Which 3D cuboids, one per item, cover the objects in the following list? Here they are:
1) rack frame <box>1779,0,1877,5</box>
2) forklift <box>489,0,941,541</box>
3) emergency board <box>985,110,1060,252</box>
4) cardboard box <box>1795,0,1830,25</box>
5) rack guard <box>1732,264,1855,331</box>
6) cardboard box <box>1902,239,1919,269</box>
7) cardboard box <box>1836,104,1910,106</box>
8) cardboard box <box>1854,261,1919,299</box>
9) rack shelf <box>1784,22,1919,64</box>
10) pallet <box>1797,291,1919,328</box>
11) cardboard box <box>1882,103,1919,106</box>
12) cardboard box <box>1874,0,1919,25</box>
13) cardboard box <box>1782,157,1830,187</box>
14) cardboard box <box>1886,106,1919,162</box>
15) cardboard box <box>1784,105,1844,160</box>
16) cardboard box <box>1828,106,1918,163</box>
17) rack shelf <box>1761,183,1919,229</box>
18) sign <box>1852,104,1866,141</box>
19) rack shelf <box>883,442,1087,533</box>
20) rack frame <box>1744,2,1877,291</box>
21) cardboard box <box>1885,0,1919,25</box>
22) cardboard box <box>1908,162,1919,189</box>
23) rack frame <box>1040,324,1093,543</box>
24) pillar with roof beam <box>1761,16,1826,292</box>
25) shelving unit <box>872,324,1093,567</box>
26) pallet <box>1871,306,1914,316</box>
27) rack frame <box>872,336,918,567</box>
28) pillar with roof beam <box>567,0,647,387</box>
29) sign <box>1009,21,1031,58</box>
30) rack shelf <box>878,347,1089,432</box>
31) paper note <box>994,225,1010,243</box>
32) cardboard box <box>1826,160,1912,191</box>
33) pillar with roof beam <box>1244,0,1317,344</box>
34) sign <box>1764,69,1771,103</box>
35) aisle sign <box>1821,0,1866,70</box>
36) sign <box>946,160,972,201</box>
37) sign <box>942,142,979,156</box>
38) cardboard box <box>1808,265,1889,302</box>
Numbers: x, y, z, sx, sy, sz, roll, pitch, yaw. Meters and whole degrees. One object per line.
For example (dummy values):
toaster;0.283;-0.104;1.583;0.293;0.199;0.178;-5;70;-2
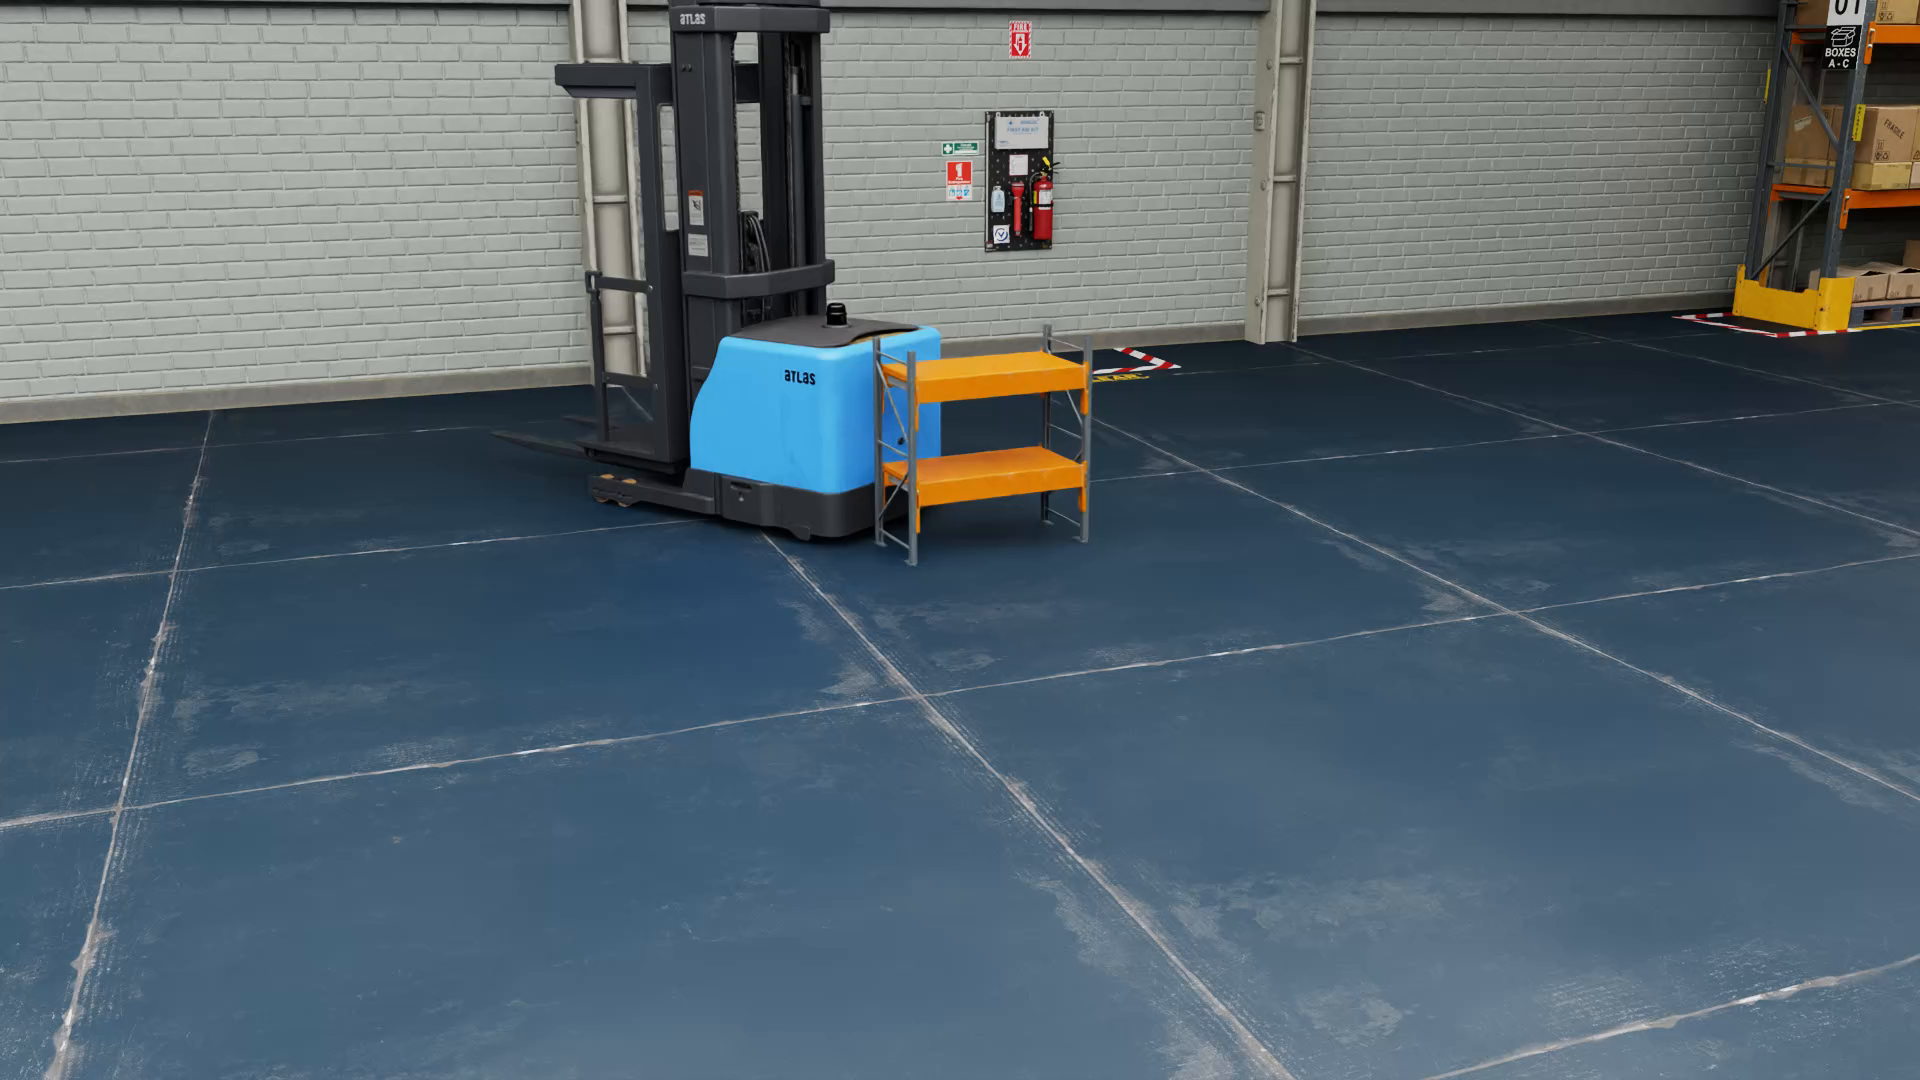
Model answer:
rack frame;8.127;-6.472;15.168;0.127;3.000;1.000;-6;17;-20
forklift;-1.590;-1.707;9.708;3.031;2.935;1.130;11;20;34
emergency board;0.547;-3.048;14.154;0.643;1.169;0.194;-6;17;-20
cardboard box;8.426;-5.199;15.944;0.500;0.500;0.500;-5;17;-16
rack guard;8.198;-2.402;16.391;0.348;0.500;1.175;-6;17;-20
cardboard box;10.041;-2.770;16.863;0.500;0.500;0.700;-7;18;-24
cardboard box;8.965;-4.043;16.442;0.500;0.500;0.500;-6;17;-19
cardboard box;9.338;-2.618;16.682;0.500;0.311;0.500;-5;17;-15
rack shelf;9.995;-4.890;16.378;4.000;0.370;1.077;-6;17;-20
pallet;8.969;-2.336;16.679;1.213;0.211;1.003;-6;17;-20
cardboard box;9.446;-4.096;16.623;0.500;0.500;0.500;-7;18;-22
cardboard box;8.529;-5.059;15.464;0.500;0.500;0.500;-6;17;-19
cardboard box;8.494;-3.630;16.365;0.500;0.250;0.500;-6;17;-19
cardboard box;9.146;-3.908;15.981;0.500;0.500;0.500;-6;17;-20
cardboard box;8.491;-3.995;16.278;0.500;0.500;0.500;-6;18;-21
cardboard box;8.680;-3.860;15.820;0.500;0.500;0.500;-6;17;-20
rack shelf;9.995;-3.450;16.801;4.000;0.370;1.077;-6;17;-20
sign;8.321;-3.867;15.405;0.005;0.325;0.100;-6;17;-20
rack shelf;0.119;-0.293;8.967;1.000;0.278;0.538;-8;18;-24
rack frame;8.127;-3.594;16.013;0.127;3.000;1.000;-6;17;-20
cardboard box;9.043;-5.103;15.617;0.500;0.500;0.500;-5;17;-16
cardboard box;9.176;-3.553;16.105;0.500;0.250;0.500;-7;18;-22
rack frame;0.579;-0.588;9.106;0.032;1.125;0.500;-8;18;-24
pillar with roof beam;10.012;-5.638;12.326;0.400;9.000;9.100;-6;17;-20
shelving unit;0.119;-0.527;8.898;1.048;1.125;0.538;-8;18;-24
pallet;10.107;-2.458;17.094;1.213;0.211;1.003;-6;17;-20
rack frame;-0.341;-0.466;8.690;0.032;1.125;0.500;-8;18;-24
pillar with roof beam;-1.194;-4.428;8.206;0.400;9.000;9.100;-6;17;-20
sign;0.504;-4.186;13.914;0.199;0.298;0.001;-6;17;-20
rack shelf;0.119;-0.808;8.815;1.000;0.278;0.538;-8;18;-24
paper note;0.357;-2.626;14.279;0.142;0.148;0.016;-6;17;-20
cardboard box;8.696;-3.497;15.914;0.500;0.250;0.500;-7;18;-22
pillar with roof beam;4.409;-5.033;10.266;0.400;9.000;9.100;-6;17;-20
sign;7.947;-4.449;16.309;0.005;0.325;0.100;-6;17;-20
aisle sign;8.167;-4.755;15.353;0.004;0.787;0.394;-6;17;-20
sign;-0.006;-3.037;14.052;0.234;0.329;0.001;-6;17;-20
sign;0.002;-3.289;13.971;0.331;0.109;0.001;-6;17;-20
cardboard box;8.805;-2.561;16.487;0.500;0.311;0.500;-8;18;-26
